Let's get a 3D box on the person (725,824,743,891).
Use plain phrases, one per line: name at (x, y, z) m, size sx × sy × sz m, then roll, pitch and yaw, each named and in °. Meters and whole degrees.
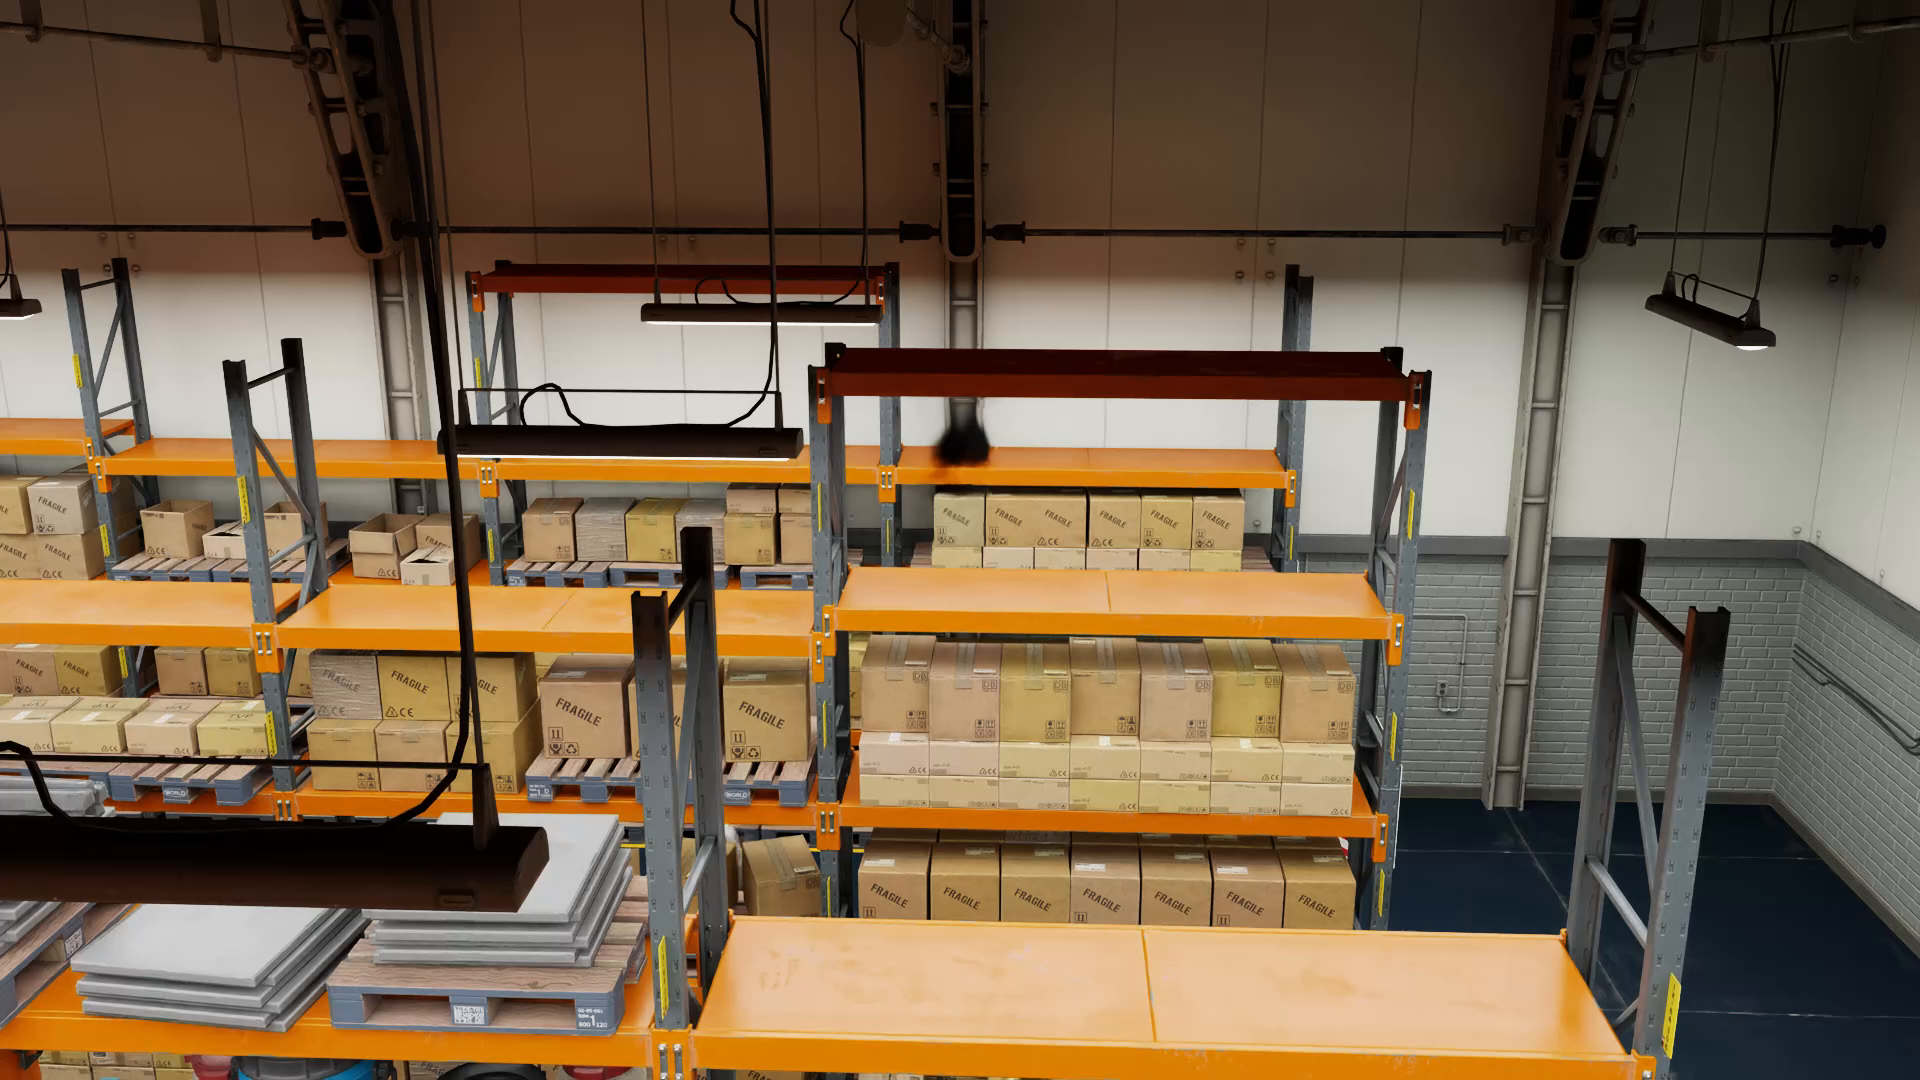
person at (-2.111, 3.112, 15.125) m, size 0.770 × 1.629 × 0.597 m, roll -13°, pitch 20°, yaw -37°
